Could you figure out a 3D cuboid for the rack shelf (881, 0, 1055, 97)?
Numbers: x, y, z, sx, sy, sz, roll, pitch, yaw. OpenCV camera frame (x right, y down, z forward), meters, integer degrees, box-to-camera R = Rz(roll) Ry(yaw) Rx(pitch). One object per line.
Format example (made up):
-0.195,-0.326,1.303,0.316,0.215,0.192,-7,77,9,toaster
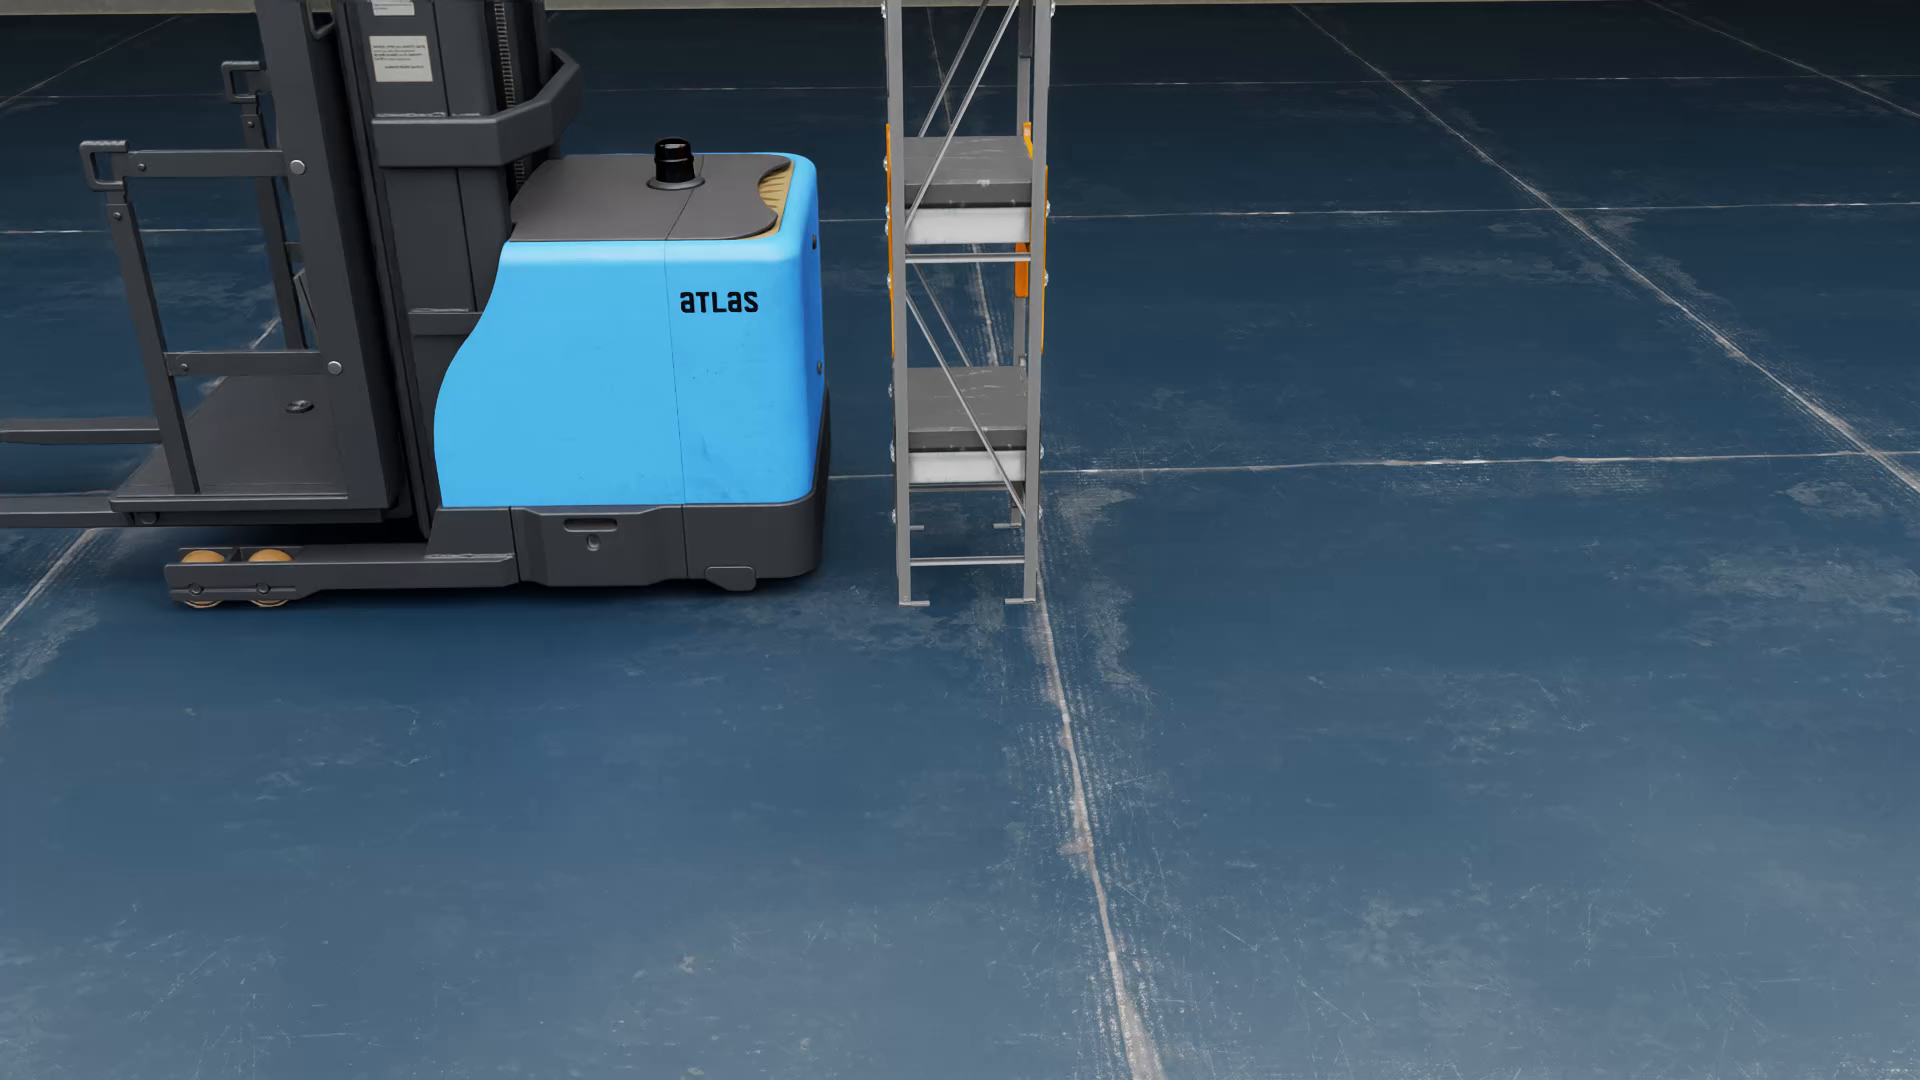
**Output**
0.009,-1.463,4.300,0.431,0.518,0.480,-1,28,-3,rack shelf

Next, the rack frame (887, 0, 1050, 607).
0.021,-0.742,4.402,0.400,2.100,0.015,-1,28,-3,rack frame

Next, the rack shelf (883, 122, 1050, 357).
0.009,-0.842,4.624,0.431,0.518,0.480,-1,28,-3,rack shelf

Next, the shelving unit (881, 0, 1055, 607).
0.009,-0.855,4.618,0.431,2.100,0.503,-1,28,-3,shelving unit

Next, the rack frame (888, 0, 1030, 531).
-0.004,-0.967,4.834,0.400,2.100,0.015,-1,28,-3,rack frame

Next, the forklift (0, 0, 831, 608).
-1.947,-1.349,4.666,3.031,2.935,1.130,-1,28,-1,forklift

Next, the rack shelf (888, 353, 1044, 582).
0.009,-0.222,4.948,0.431,0.518,0.480,-1,28,-3,rack shelf
